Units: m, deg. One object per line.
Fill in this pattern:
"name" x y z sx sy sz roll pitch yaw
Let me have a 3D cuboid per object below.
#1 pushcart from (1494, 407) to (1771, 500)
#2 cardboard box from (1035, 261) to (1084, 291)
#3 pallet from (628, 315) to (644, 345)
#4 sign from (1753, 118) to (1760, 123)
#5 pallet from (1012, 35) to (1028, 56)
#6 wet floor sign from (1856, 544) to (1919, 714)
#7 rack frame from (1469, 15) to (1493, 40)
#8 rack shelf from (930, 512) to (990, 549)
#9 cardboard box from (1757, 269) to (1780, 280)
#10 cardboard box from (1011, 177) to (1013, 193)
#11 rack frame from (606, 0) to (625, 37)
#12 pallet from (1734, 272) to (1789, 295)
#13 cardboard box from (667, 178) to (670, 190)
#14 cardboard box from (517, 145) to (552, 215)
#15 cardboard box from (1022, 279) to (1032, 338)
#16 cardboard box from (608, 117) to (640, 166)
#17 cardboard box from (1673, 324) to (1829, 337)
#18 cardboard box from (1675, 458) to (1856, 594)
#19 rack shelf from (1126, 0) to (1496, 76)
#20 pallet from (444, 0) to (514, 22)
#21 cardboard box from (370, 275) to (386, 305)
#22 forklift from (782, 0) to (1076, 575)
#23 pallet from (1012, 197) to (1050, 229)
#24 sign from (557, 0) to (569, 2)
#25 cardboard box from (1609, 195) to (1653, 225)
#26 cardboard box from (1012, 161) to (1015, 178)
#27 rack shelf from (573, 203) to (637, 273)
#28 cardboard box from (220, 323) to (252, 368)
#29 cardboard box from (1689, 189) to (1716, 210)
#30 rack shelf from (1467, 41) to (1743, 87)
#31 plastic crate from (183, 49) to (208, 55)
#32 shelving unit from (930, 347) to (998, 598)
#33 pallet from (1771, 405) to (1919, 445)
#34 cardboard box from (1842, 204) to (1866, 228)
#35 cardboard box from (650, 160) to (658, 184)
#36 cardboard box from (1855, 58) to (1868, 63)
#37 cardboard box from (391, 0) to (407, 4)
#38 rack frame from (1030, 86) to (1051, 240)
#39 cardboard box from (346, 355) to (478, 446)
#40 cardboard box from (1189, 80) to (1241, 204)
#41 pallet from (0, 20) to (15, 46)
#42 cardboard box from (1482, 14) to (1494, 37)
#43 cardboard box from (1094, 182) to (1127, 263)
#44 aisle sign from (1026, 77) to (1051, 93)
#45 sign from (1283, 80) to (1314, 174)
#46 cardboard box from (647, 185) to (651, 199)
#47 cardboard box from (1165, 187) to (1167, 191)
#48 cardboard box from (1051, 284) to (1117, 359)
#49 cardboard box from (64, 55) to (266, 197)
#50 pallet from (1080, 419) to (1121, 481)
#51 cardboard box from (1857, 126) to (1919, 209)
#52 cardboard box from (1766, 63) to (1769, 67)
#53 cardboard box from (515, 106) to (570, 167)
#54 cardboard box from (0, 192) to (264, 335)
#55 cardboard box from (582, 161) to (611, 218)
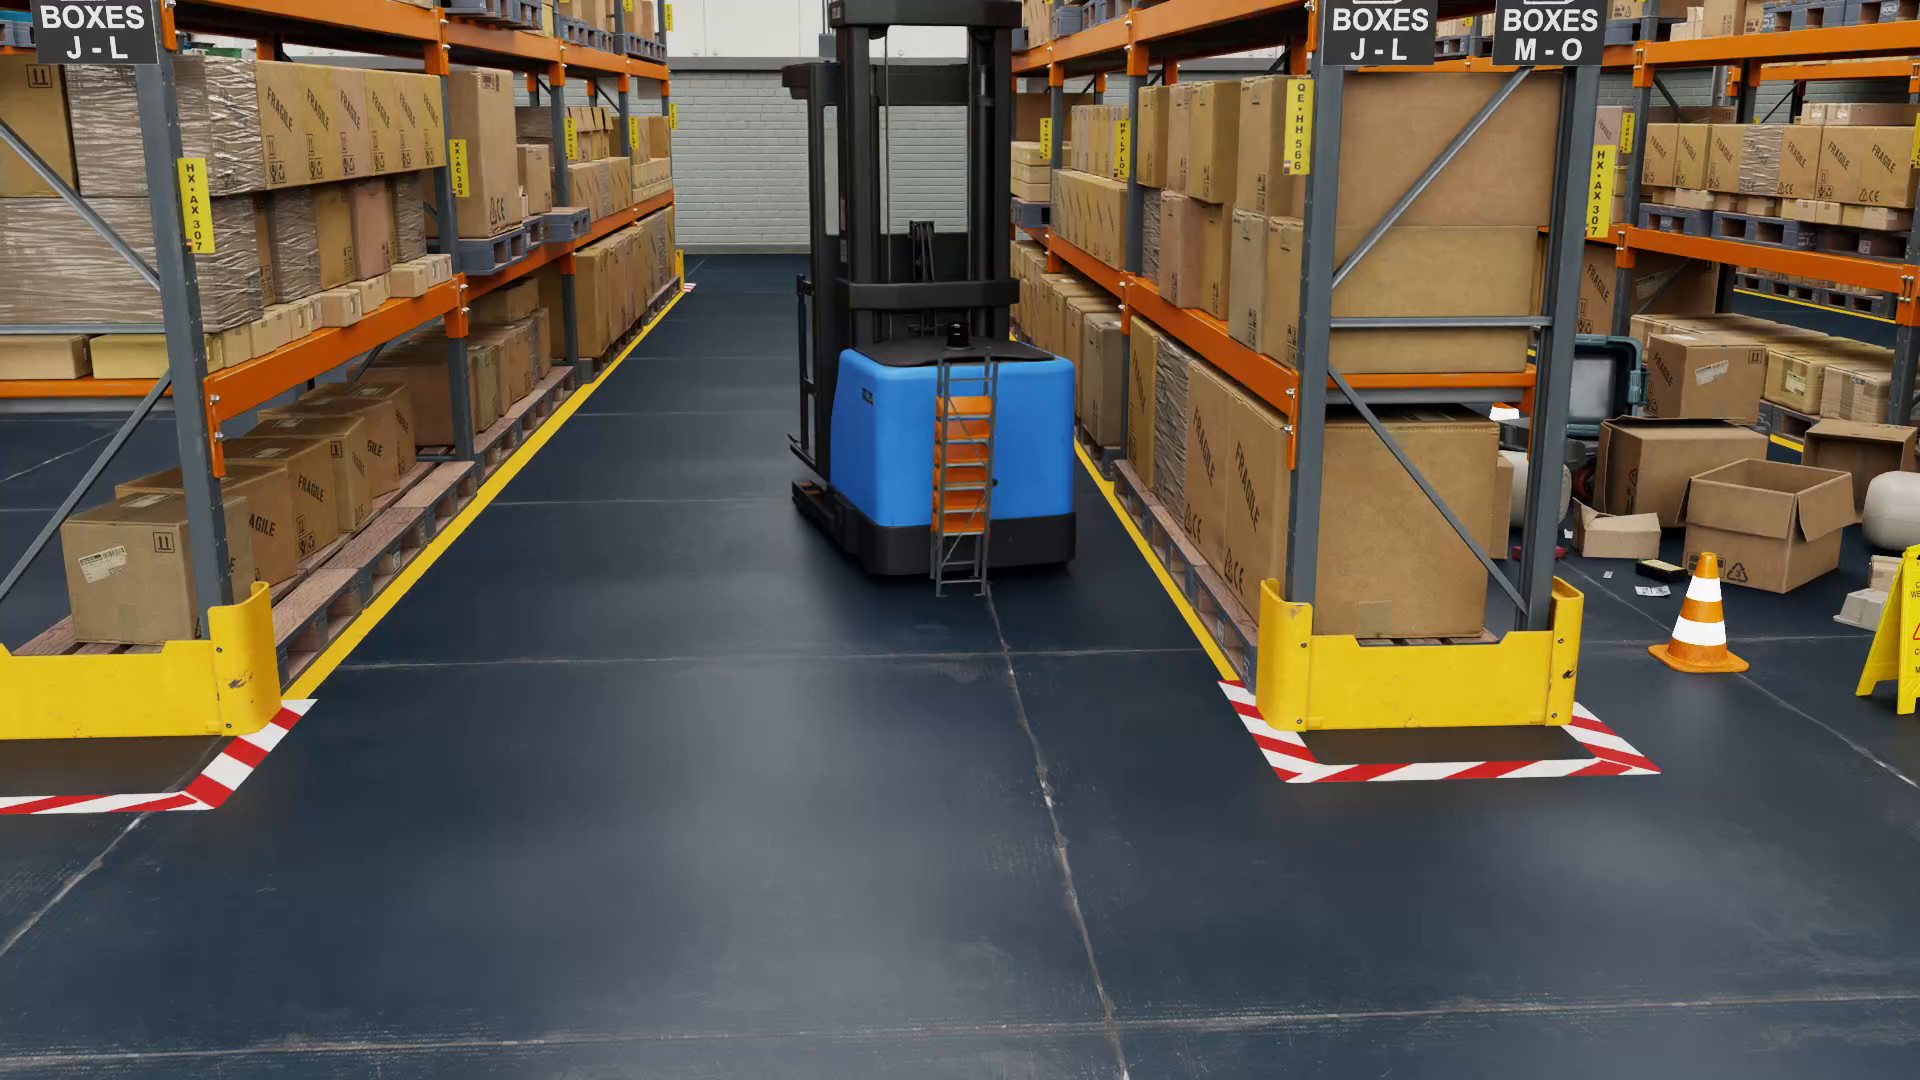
"pushcart" 4.158 -0.570 10.485 1.648 0.377 0.936 -6 16 -23
"cardboard box" 0.945 -2.303 14.626 0.500 0.250 0.500 -1 14 -5
"pallet" -3.833 -2.183 17.087 1.003 0.211 1.213 -1 14 -3
"sign" 6.724 -3.416 14.117 0.100 0.325 0.005 -1 14 -3
"pallet" 0.933 -4.982 16.728 1.213 0.211 1.003 -1 14 -3
"wet floor sign" 3.723 0.326 6.466 0.267 0.644 0.232 -3 15 -13
"rack frame" 5.935 -6.783 17.328 1.000 3.000 0.127 -1 14 -3
"rack shelf" 0.000 -0.052 7.907 0.258 0.103 0.180 -3 28 -10
"cardboard box" 10.599 -3.576 21.077 0.700 0.500 0.500 0 14 -1
"cardboard box" 0.665 -3.365 15.746 0.380 0.149 0.250 -2 15 -6
"rack frame" -3.956 -6.630 16.734 1.000 3.000 0.127 -1 14 -3
"pallet" 10.697 -3.382 21.747 1.003 0.211 1.213 -1 14 -3
"cardboard box" -3.835 -4.449 20.803 0.380 0.149 0.250 -1 14 -3
"cardboard box" -3.500 -2.710 12.497 0.700 0.500 0.500 1 14 5
"cardboard box" 0.870 -2.194 15.707 0.500 0.500 0.500 -2 15 -6
"cardboard box" -3.730 -4.282 17.848 0.500 0.500 0.500 -1 14 -3
"cardboard box" 6.262 -1.489 13.225 0.950 0.372 0.625 -1 14 -5
"cardboard box" 4.043 -0.082 8.334 0.797 0.503 0.637 -13 20 -42
"rack shelf" 1.621 -2.393 7.731 1.077 0.370 4.000 -1 14 -3
"pallet" -3.392 -3.252 10.001 1.213 0.211 1.003 -1 14 -3
"cardboard box" -3.125 -1.252 8.378 0.380 0.149 0.250 -1 14 -3
"forklift" -0.345 -1.569 9.244 1.130 2.935 3.031 -4 15 -17
"pallet" 1.098 -2.864 14.521 1.213 0.211 1.003 -1 14 -3
"sign" -3.166 -4.440 13.207 0.100 0.325 0.005 -1 14 -3
"cardboard box" 5.893 -2.932 14.701 0.500 0.250 0.500 -1 14 -5
"cardboard box" 0.682 -3.443 15.454 0.380 0.149 0.250 -1 14 -2
"rack shelf" -3.832 -2.878 15.638 1.077 0.370 4.000 -1 14 -3
"cardboard box" -2.988 -0.755 6.446 0.380 0.149 0.250 -1 14 -3
"cardboard box" 5.969 -2.672 13.054 0.380 0.149 0.250 -1 14 -3
"rack shelf" 6.059 -4.484 15.859 1.077 0.370 4.000 -1 14 -3
"plastic crate" -8.771 -5.458 18.727 0.437 0.136 0.530 -1 14 -3
"shelving unit" 0.011 -0.304 7.774 0.258 1.200 0.189 -3 28 -10
"pallet" 6.381 -0.731 11.443 1.003 0.211 1.213 -1 14 -3
"cardboard box" 6.125 -2.159 11.059 0.380 0.149 0.250 -1 14 -5
"cardboard box" -3.810 -4.292 19.391 0.500 0.250 0.500 -1 14 -3
"cardboard box" 10.541 -5.560 19.099 0.380 0.149 0.250 -1 14 -4
"cardboard box" -3.149 -2.875 8.463 0.500 0.250 0.500 -1 14 -2
"rack frame" 0.753 -4.771 21.548 1.000 3.000 0.127 -1 14 -3
"cardboard box" -3.477 -0.890 10.600 0.700 0.500 0.500 -2 15 -8
"cardboard box" 1.572 -1.886 7.870 0.875 0.550 0.500 -1 14 -3
"pallet" -8.601 -4.206 13.713 1.003 0.211 1.213 -1 14 -3
"cardboard box" 5.617 -5.338 17.162 0.396 0.266 0.258 -1 14 -4
"cardboard box" 1.166 -2.086 10.913 0.500 0.500 0.500 -1 14 -4
"aisle sign" 1.048 -6.052 21.312 0.394 0.787 0.004 -1 14 -3
"sign" 1.202 -1.462 5.889 0.100 0.325 0.005 -1 14 -3
"cardboard box" -3.709 -3.941 18.828 0.380 0.149 0.250 -1 14 -4
"cardboard box" 1.588 -1.631 9.044 0.875 0.550 0.550 -1 14 -3
"cardboard box" 1.254 -1.525 12.604 1.050 0.750 0.750 -1 14 -3
"cardboard box" -2.974 -1.558 6.256 0.500 0.500 0.500 -1 14 -3
"pallet" 1.374 -0.626 11.037 1.003 0.211 1.213 -1 14 -3
"cardboard box" 6.173 -2.395 10.674 0.500 0.500 0.500 -1 14 -4
"cardboard box" 10.470 -6.069 21.078 0.380 0.149 0.250 -1 14 -3
"cardboard box" -3.737 -3.446 14.185 0.797 0.503 0.637 0 14 -2
"cardboard box" -3.219 -1.070 6.366 0.875 0.500 0.500 -1 14 -3
"cardboard box" -3.565 -3.283 15.565 0.500 0.500 0.500 -1 14 -3
